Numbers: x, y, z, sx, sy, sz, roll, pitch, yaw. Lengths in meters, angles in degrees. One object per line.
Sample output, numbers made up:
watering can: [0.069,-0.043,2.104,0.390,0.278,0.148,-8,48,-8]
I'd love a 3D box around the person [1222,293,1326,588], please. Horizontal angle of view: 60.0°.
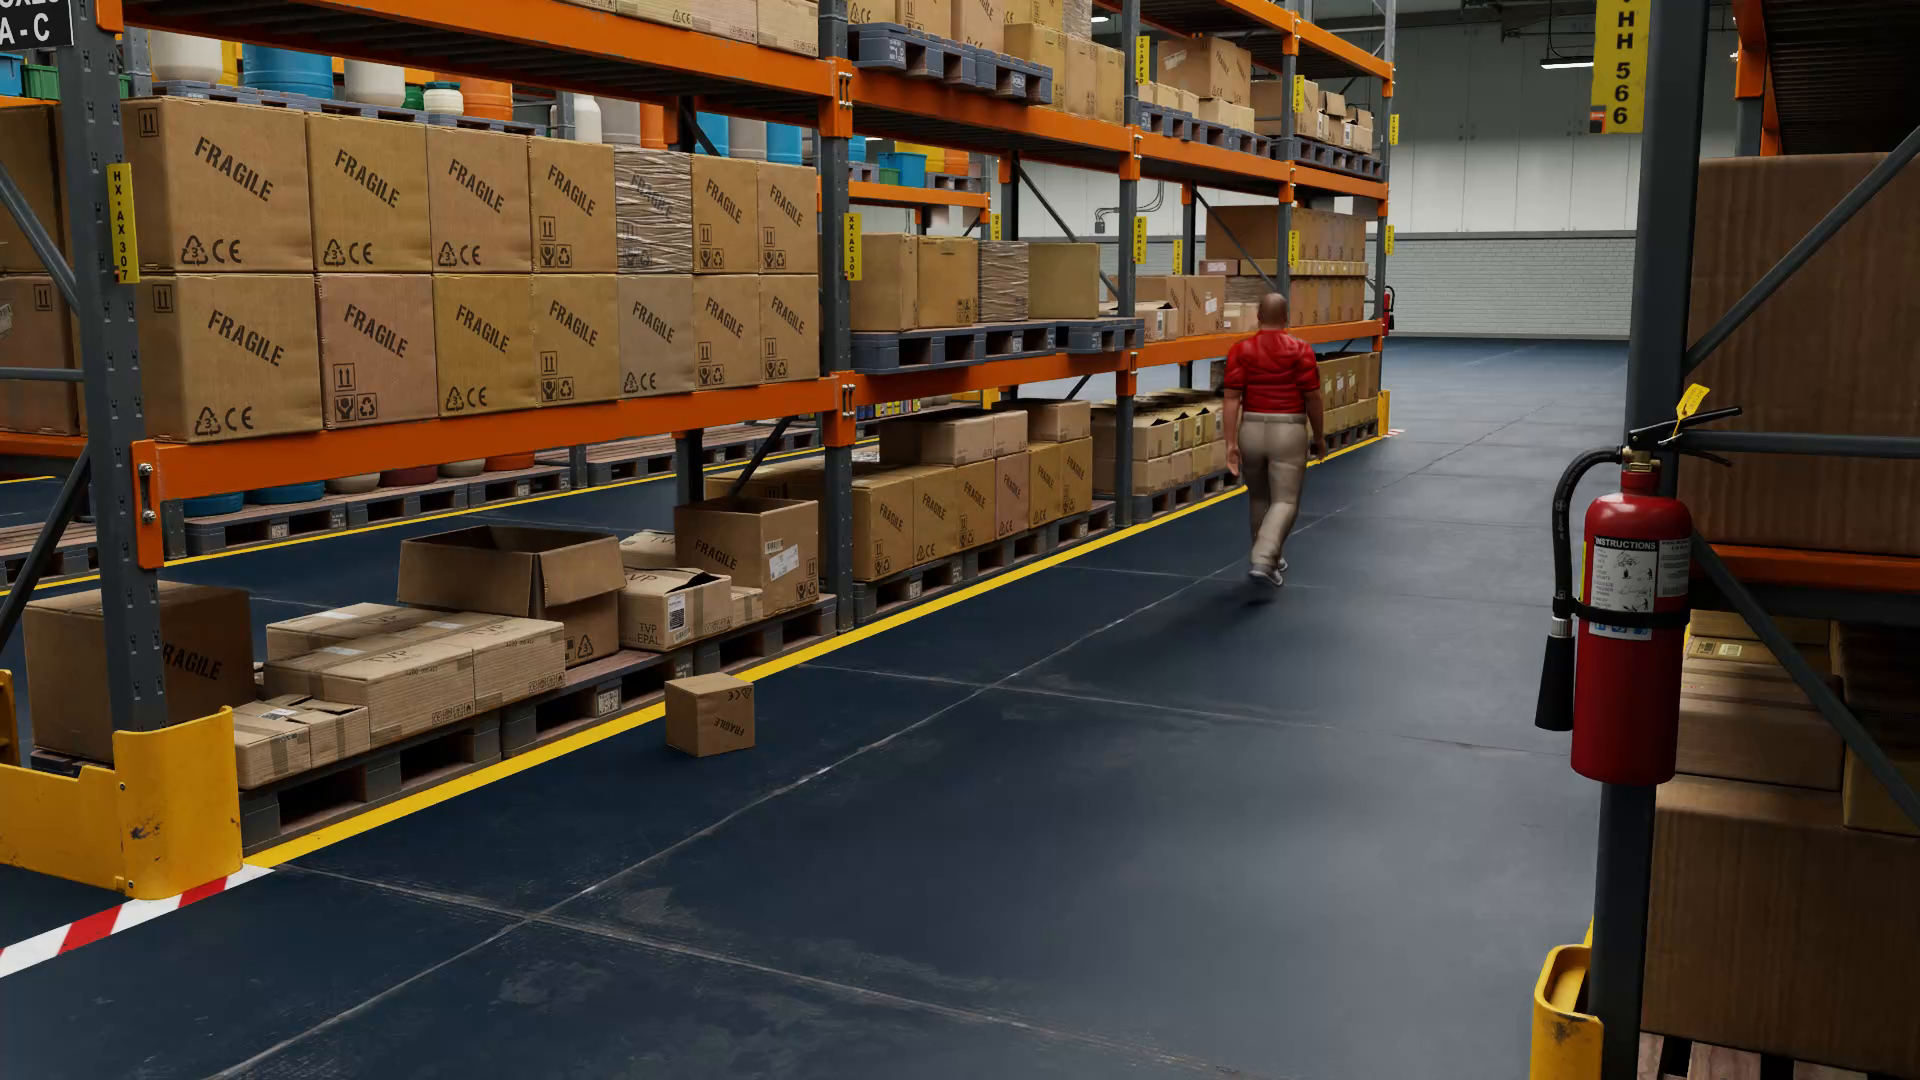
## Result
person: [1.797,-0.568,9.500,0.534,1.675,1.015,5,10,29]
